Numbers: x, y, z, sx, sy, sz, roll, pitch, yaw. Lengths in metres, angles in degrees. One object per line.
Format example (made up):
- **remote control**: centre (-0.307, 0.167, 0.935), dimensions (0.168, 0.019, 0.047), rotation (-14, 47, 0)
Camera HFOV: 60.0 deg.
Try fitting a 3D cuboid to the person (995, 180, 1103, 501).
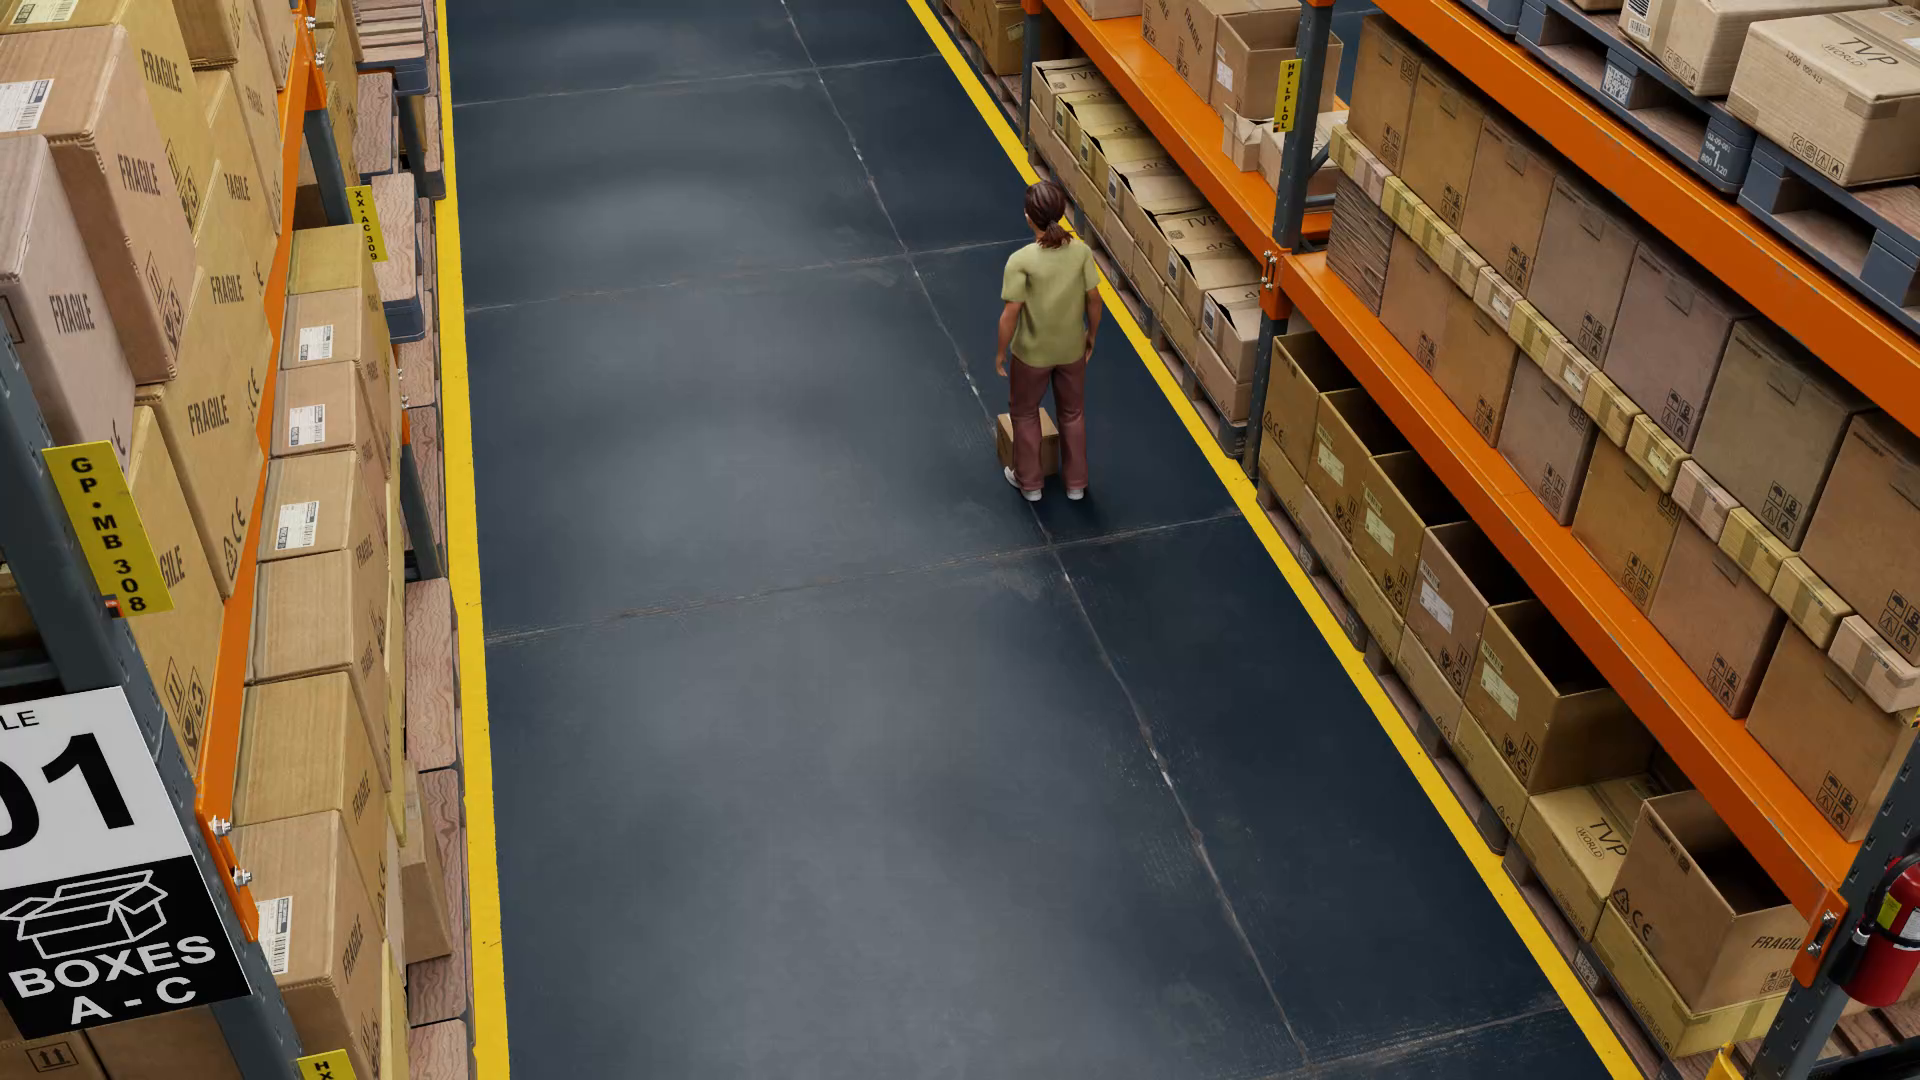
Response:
- **person**: centre (0.402, -0.914, 7.871), dimensions (0.516, 1.673, 0.407), rotation (-11, 40, -13)
